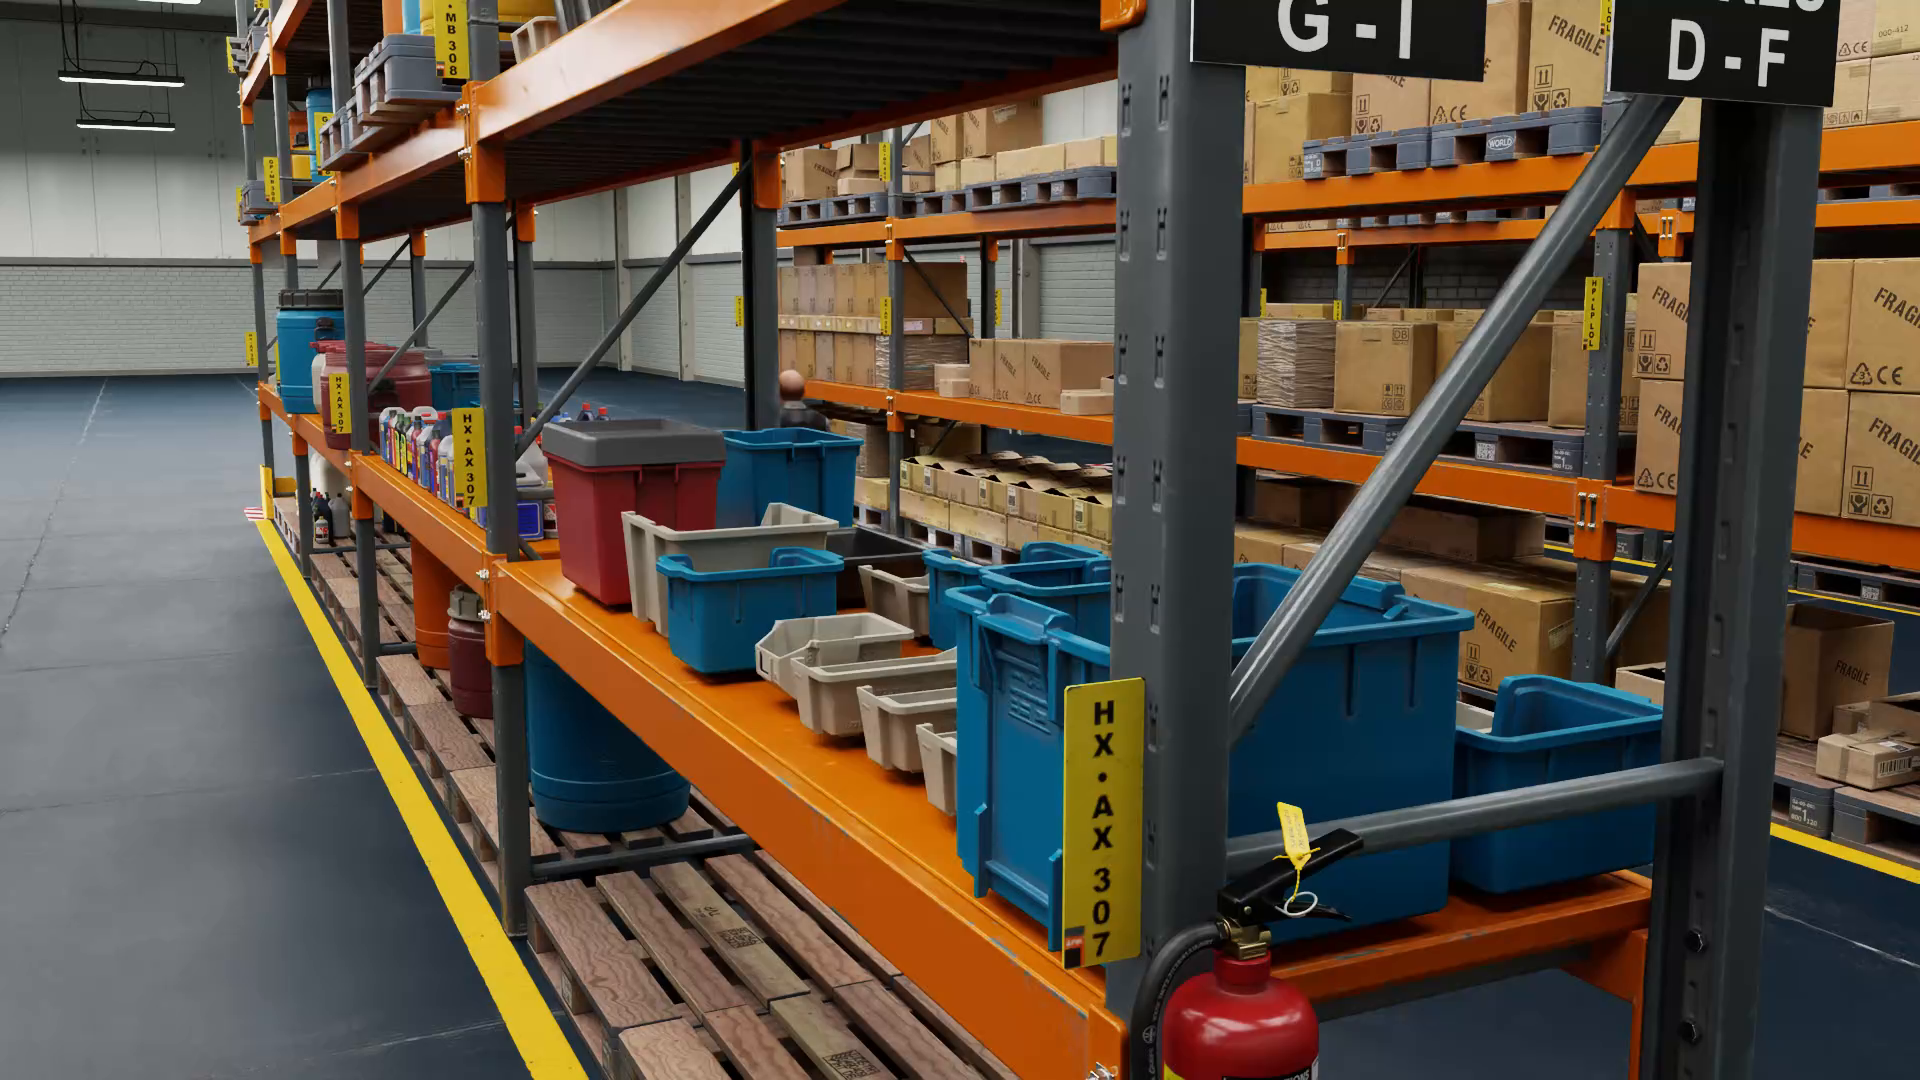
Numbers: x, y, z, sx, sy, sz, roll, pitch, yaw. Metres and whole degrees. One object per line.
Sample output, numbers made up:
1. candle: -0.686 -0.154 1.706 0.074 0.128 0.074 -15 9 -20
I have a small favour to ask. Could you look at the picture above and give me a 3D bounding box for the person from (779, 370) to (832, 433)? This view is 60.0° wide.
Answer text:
1. person: -1.039 -0.221 10.336 0.567 1.665 0.971 -3 9 -22
